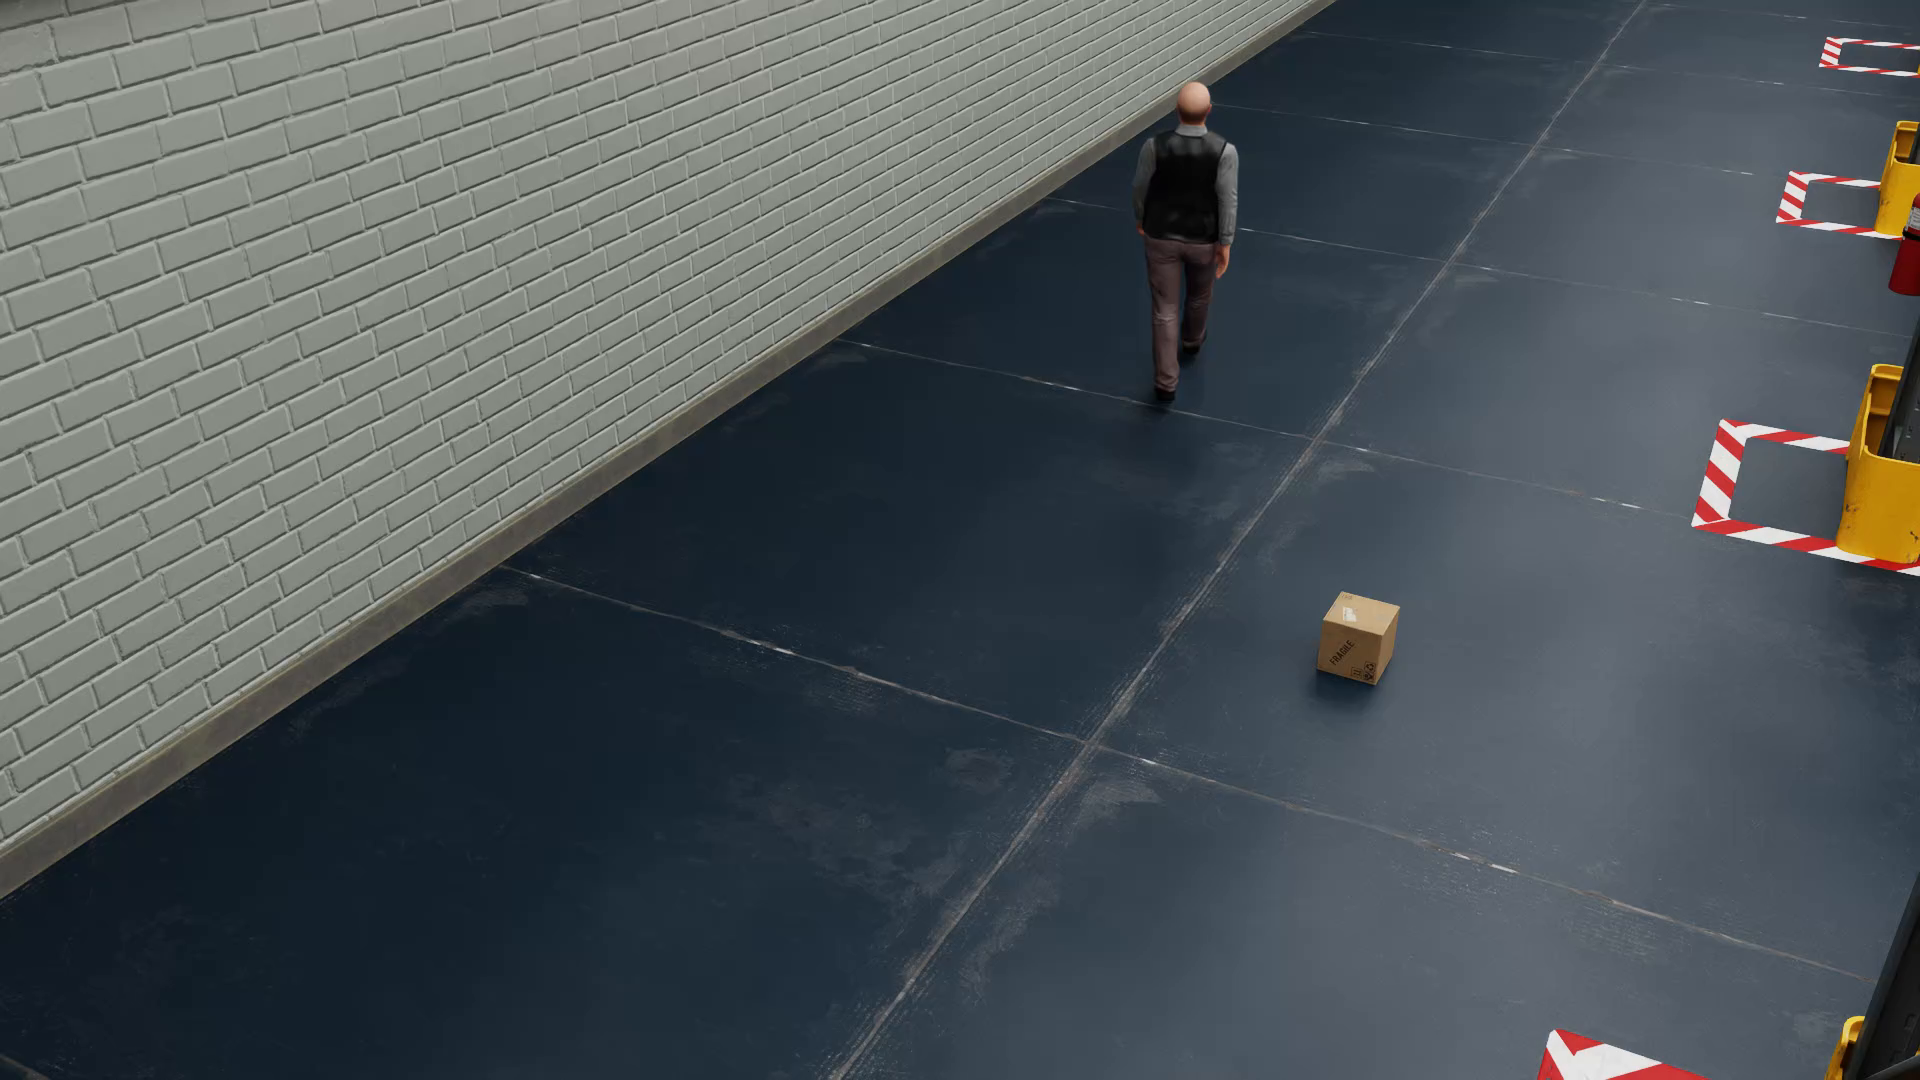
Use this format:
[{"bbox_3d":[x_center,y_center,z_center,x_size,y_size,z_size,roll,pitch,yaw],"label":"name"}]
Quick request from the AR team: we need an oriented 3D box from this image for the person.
[{"bbox_3d":[1.207,-1.698,9.091,0.559,1.663,1.019,3,30,5],"label":"person"}]
